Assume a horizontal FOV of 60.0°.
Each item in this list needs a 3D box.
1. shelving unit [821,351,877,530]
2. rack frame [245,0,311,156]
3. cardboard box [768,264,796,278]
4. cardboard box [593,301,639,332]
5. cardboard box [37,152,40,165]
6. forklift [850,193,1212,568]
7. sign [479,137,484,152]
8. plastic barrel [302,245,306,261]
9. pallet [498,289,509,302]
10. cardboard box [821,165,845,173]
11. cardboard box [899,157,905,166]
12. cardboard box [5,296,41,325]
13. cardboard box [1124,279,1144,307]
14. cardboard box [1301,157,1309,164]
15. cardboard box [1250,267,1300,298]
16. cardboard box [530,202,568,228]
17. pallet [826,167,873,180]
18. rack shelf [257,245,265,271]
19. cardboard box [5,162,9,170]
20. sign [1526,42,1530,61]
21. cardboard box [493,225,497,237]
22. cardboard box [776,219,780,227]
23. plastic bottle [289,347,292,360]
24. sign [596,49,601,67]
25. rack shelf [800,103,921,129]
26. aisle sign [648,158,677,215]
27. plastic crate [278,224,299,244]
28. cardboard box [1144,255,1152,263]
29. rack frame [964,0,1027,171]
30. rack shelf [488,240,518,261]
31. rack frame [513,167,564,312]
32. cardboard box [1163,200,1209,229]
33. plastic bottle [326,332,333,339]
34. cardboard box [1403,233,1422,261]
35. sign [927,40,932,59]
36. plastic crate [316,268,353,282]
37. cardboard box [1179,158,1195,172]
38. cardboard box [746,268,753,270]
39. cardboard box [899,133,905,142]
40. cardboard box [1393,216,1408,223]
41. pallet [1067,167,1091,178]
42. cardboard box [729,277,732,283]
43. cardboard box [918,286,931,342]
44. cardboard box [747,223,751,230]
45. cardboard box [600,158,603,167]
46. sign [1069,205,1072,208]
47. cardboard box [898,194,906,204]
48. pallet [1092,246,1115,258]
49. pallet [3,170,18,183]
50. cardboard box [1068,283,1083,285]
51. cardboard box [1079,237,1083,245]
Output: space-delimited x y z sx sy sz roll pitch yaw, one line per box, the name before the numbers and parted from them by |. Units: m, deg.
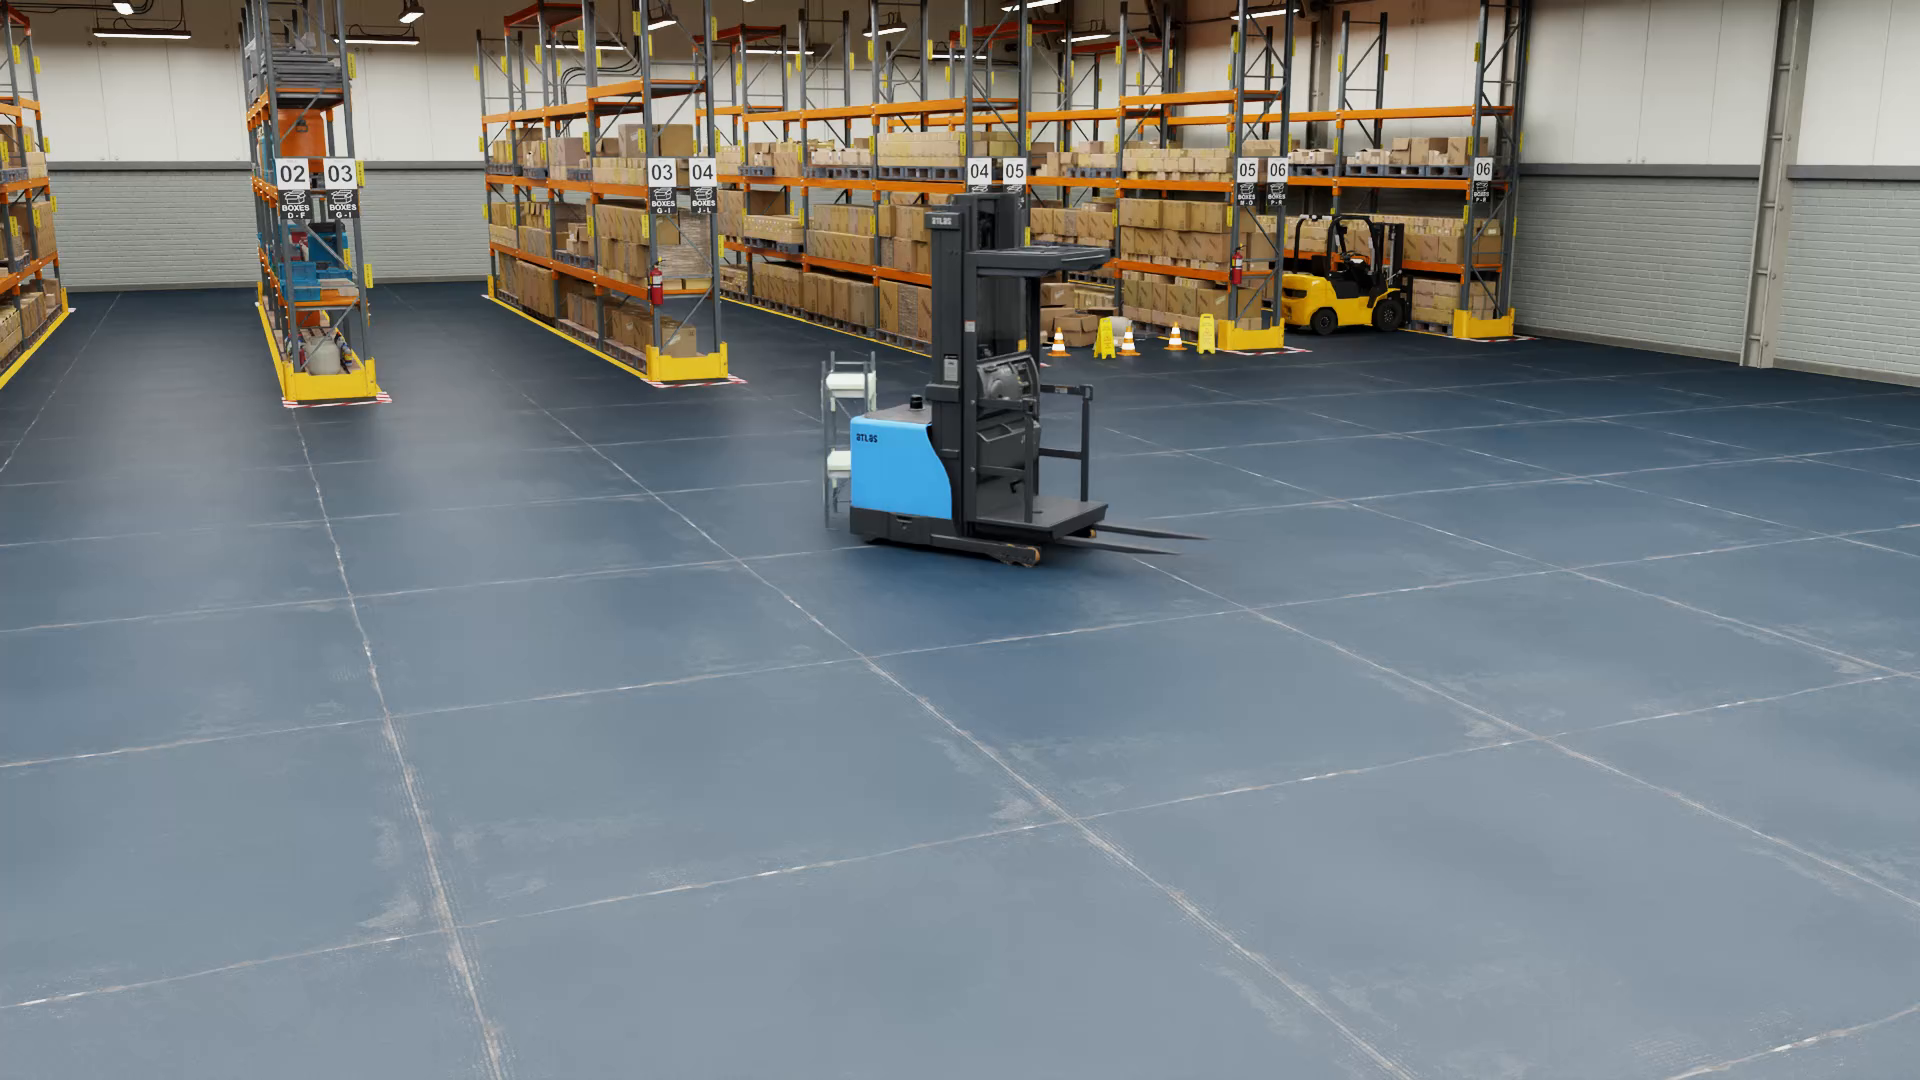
shelving unit | -0.987 -0.902 14.942 0.431 1.500 0.755 0 13 2
rack frame | -11.776 -7.994 28.952 1.000 3.000 0.127 -6 14 -23
cardboard box | -3.786 -5.732 35.433 0.500 0.250 0.500 -5 14 -21
cardboard box | -6.036 -3.918 29.212 0.700 0.500 0.500 -6 14 -23
cardboard box | -18.684 -7.619 33.209 0.500 0.250 0.500 -6 14 -23
forklift | 0.580 -1.342 13.669 3.031 2.935 1.130 8 15 30
sign | -10.954 -9.048 38.045 0.100 0.325 0.005 -6 14 -23
plastic barrel | -11.000 -4.845 28.404 0.421 0.512 0.421 0 13 0
pallet | -10.051 -5.655 38.333 1.003 0.211 1.213 -6 14 -23
cardboard box | -2.638 -7.598 33.670 0.500 0.500 0.500 -6 14 -23
cardboard box | -0.807 -6.395 28.102 0.380 0.149 0.250 -6 14 -24
cardboard box | -17.068 -4.165 30.280 0.500 0.500 0.500 -5 14 -22
cardboard box | 3.433 -4.671 31.404 0.500 0.500 0.500 -5 14 -20
cardboard box | 7.272 -7.828 34.293 0.380 0.149 0.250 -6 14 -23
cardboard box | 6.895 -5.646 36.447 0.875 0.625 0.625 -5 14 -21
cardboard box | -8.313 -6.608 33.823 0.797 0.503 0.637 -5 14 -22
pallet | -1.896 -6.956 31.538 1.003 0.211 1.213 -5 14 -20
rack shelf | -14.180 -5.960 35.065 1.077 0.370 4.000 -6 14 -23
cardboard box | -16.935 -6.434 28.644 0.910 0.500 0.500 -6 14 -23
sign | 10.104 -8.714 29.639 0.100 0.325 0.005 -6 14 -23
cardboard box | -10.284 -7.013 37.690 0.500 0.250 0.500 -6 14 -24
cardboard box | -3.583 -6.538 34.275 0.380 0.149 0.250 -5 14 -21
plastic bottle | -9.773 -2.672 24.309 0.061 0.283 0.133 -5 14 -22
sign | -6.745 -8.986 30.991 0.100 0.325 0.005 -6 14 -23
rack shelf | -1.852 -7.910 31.071 1.077 0.370 4.000 -6 14 -23
aisle sign | -4.284 -5.092 23.954 0.394 0.787 0.004 -6 14 -23
plastic crate | -14.676 -6.718 36.533 0.616 0.435 0.499 -6 14 -23
cardboard box | 3.627 -5.217 30.815 0.380 0.149 0.250 -5 14 -21
rack frame | 0.552 -7.215 25.589 1.000 3.000 0.127 -6 14 -23
rack shelf | -9.642 -6.408 36.998 1.077 0.370 4.000 -6 14 -23
rack frame | -8.840 -6.345 35.132 1.000 3.000 0.127 -6 14 -23
cardboard box | 4.075 -5.844 29.870 0.700 0.500 0.500 -6 14 -23
plastic bottle | -9.784 -3.048 25.788 0.144 0.351 0.185 -6 14 -23
cardboard box | 8.750 -5.550 31.477 0.500 0.500 0.500 -6 14 -24
sign | -0.532 -8.619 29.231 0.100 0.325 0.005 -6 14 -23
plastic crate | -9.482 -3.968 25.192 0.499 0.251 0.616 -6 14 -23
cardboard box | 4.182 -6.586 29.195 0.500 0.250 0.500 -5 14 -21
cardboard box | -4.806 -6.293 38.977 0.380 0.149 0.250 -6 14 -23
cardboard box | -0.806 -6.784 28.010 0.380 0.149 0.250 -5 14 -22
cardboard box | 8.551 -6.144 31.945 0.380 0.149 0.250 -6 14 -23
pallet | 2.876 -7.308 33.058 1.213 0.211 1.003 -6 14 -23
cardboard box | -5.136 -6.046 38.573 0.380 0.149 0.250 -6 14 -26
cardboard box | -0.135 -3.778 27.821 0.875 0.875 0.875 -6 14 -24
cardboard box | -4.413 -6.823 36.163 0.380 0.149 0.250 -6 14 -24
cardboard box | -5.619 -6.131 27.002 0.380 0.149 0.250 -6 14 -26
sign | 2.335 -6.990 35.527 0.100 0.325 0.005 -6 14 -23
cardboard box | -1.218 -8.371 41.448 0.500 0.500 0.500 -6 14 -24
pallet | 3.271 -5.665 32.618 1.003 0.211 1.213 -6 14 -23
pallet | -15.963 -5.862 26.810 1.213 0.211 1.003 -5 14 -20
cardboard box | 2.059 -5.220 35.169 0.950 0.372 0.625 -7 15 -27
cardboard box | 2.590 -5.963 33.107 0.380 0.149 0.250 -6 14 -23
